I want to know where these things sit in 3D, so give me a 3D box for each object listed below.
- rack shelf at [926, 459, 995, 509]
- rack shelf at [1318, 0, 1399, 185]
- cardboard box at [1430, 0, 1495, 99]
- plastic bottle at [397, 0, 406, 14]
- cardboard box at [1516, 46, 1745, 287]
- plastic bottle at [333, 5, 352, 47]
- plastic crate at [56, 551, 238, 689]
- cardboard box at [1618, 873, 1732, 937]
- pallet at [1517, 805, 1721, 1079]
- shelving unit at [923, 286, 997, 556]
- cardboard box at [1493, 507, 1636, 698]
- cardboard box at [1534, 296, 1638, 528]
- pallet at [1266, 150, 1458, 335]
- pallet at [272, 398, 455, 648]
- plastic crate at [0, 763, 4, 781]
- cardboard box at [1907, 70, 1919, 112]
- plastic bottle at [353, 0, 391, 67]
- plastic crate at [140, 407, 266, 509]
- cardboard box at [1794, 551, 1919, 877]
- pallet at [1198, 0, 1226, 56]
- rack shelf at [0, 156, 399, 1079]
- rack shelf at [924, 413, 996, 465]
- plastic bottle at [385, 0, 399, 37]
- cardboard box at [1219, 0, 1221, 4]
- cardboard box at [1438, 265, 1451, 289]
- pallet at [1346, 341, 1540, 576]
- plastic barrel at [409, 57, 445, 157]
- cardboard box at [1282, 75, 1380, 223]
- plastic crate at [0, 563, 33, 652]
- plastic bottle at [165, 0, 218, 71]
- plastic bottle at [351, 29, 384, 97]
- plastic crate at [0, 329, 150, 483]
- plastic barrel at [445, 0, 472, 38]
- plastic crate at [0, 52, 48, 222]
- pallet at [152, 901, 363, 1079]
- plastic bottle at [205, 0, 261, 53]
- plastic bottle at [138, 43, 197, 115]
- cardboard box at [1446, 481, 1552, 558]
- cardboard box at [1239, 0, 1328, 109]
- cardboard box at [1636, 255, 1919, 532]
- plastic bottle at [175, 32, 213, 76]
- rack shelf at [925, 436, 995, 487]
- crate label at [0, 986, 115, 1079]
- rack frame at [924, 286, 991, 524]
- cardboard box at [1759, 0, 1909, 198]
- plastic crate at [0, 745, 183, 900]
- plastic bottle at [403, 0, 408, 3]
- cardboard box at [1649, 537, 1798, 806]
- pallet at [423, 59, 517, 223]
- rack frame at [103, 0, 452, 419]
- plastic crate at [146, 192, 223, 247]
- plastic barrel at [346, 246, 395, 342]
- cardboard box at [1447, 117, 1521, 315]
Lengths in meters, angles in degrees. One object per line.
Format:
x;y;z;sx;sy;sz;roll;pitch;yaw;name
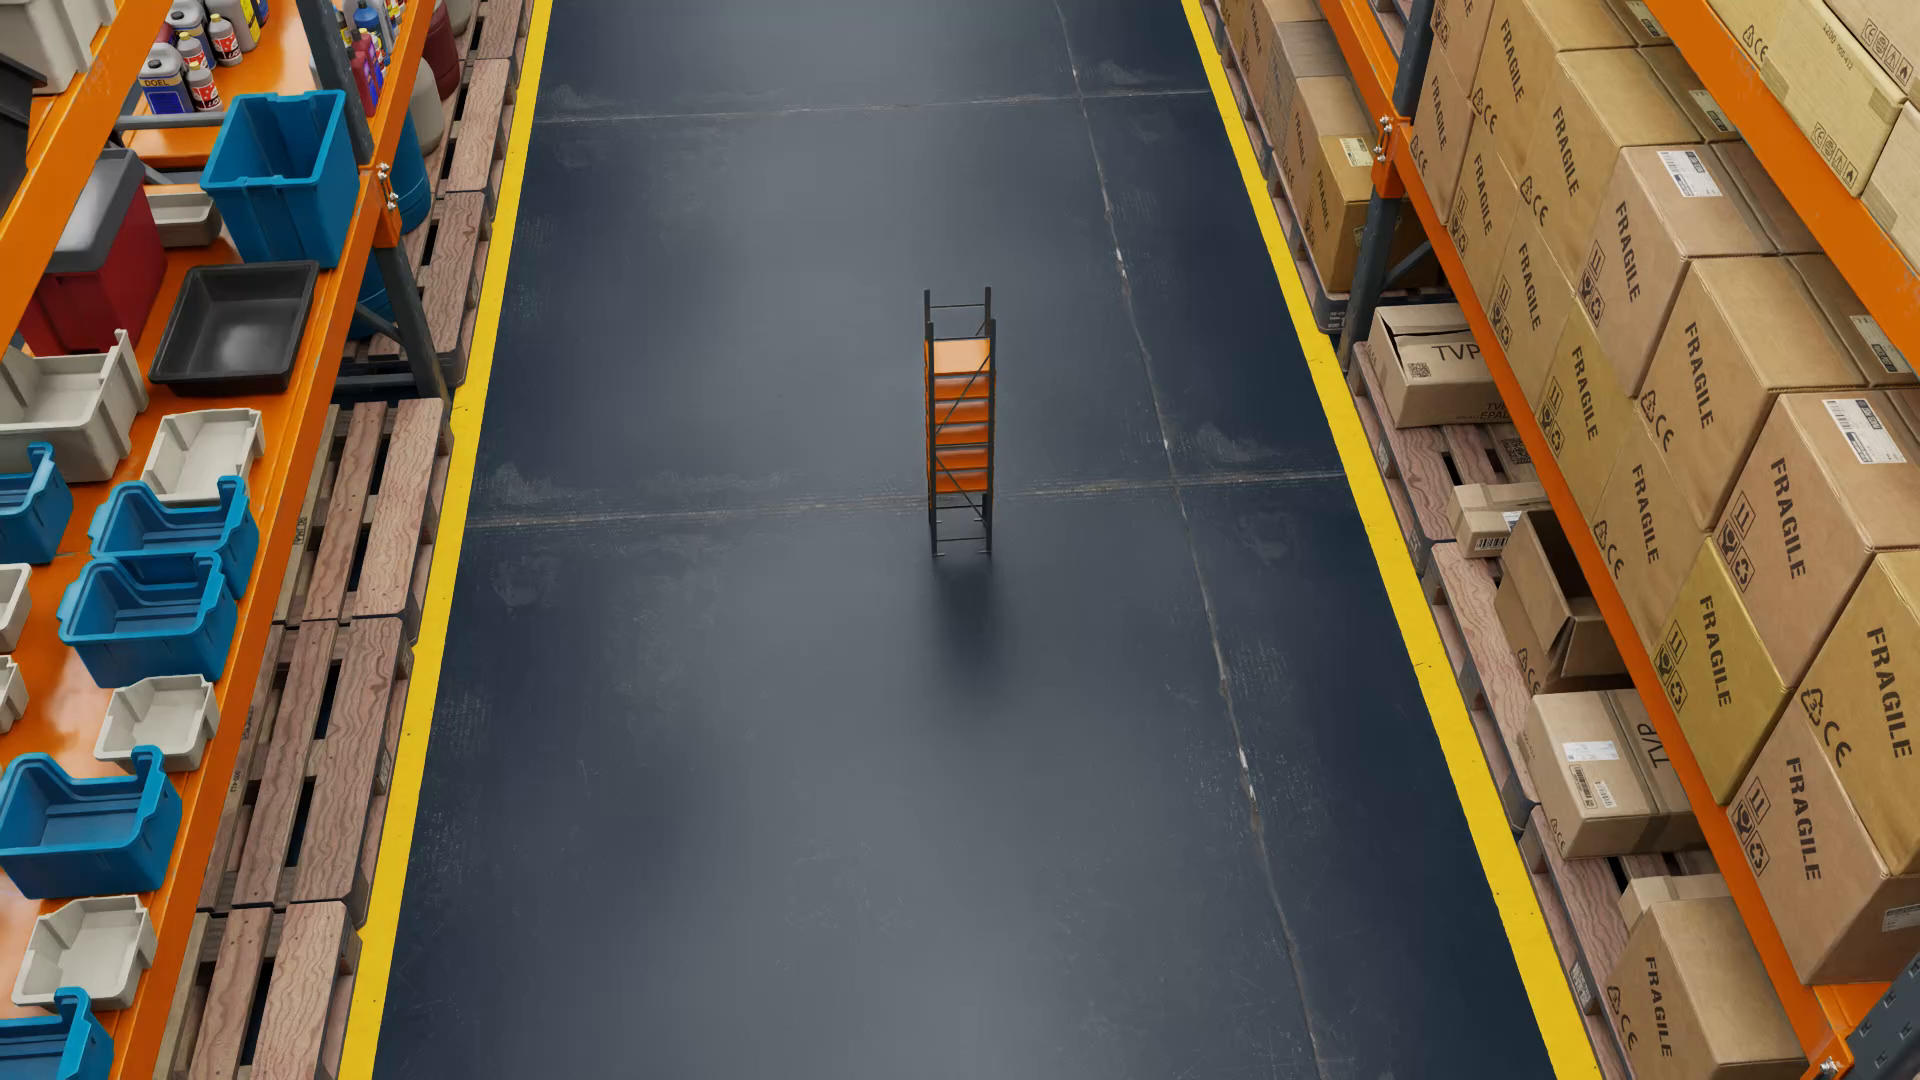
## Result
-0.001;-0.227;6.531;0.258;0.103;0.180;-3;47;-3;rack shelf
2.041;-3.050;8.068;1.077;0.370;4.000;-3;47;-3;rack shelf
1.968;-1.870;5.698;0.500;0.500;0.500;-2;47;-2;cardboard box
-2.416;-2.333;7.030;0.097;0.201;0.097;0;47;0;plastic bottle
2.054;-1.125;4.992;0.500;0.500;0.500;-5;47;-4;cardboard box
-2.540;-2.085;6.796;0.097;0.201;0.097;0;47;0;plastic bottle
-2.195;0.228;4.542;0.416;0.233;0.300;-3;47;-3;plastic crate
2.308;1.190;5.205;0.380;0.166;0.250;-3;47;-3;cardboard box
2.470;1.371;5.306;1.003;0.211;1.213;-3;47;-3;pallet
-0.001;-0.423;6.324;0.258;1.200;0.189;-3;47;-3;shelving unit
2.371;0.216;5.896;0.797;0.503;0.637;-3;47;-3;cardboard box
2.110;-0.399;4.993;0.500;0.500;0.500;-4;47;-4;cardboard box
2.103;-1.477;8.004;1.003;0.211;1.213;-3;47;-3;pallet
-2.627;-0.063;6.665;1.003;0.211;1.213;-3;47;-3;pallet
-2.651;0.623;4.235;0.396;0.136;0.243;-3;47;-3;plastic crate
2.204;-0.826;3.159;0.500;0.250;0.500;-3;47;-3;cardboard box
-2.380;-2.048;6.712;0.097;0.271;0.097;0;47;0;plastic bottle
-2.282;-0.240;5.052;0.293;0.136;0.466;-3;47;-3;plastic crate
2.232;0.360;3.585;0.500;0.500;0.500;-4;47;-4;cardboard box
1.899;-3.243;9.676;1.003;0.211;1.213;-3;47;-3;pallet
-2.560;0.143;5.044;1.077;0.370;4.000;-3;47;-3;rack shelf
-0.001;-0.393;6.357;0.258;0.103;0.180;-3;47;-3;rack shelf
-2.400;-2.216;6.871;0.097;0.271;0.097;0;47;0;plastic bottle
1.677;-3.311;9.238;0.500;0.500;0.500;-5;47;-5;cardboard box
2.411;-1.507;7.530;0.500;0.500;0.500;-5;47;-5;cardboard box
2.265;-0.394;6.978;1.003;0.211;1.213;-3;47;-3;pallet
-2.774;-2.162;8.156;0.421;0.512;0.421;0;47;0;plastic barrel
1.849;-1.840;7.845;0.500;0.500;0.500;-3;47;-3;cardboard box
-2.742;0.210;4.626;0.298;0.136;0.250;-3;47;-3;plastic crate
-3.113;-2.039;6.701;0.152;0.276;0.135;-3;47;-3;plastic bottle
-2.344;-1.899;6.563;0.061;0.283;0.133;-3;47;-3;plastic bottle
-2.783;-0.416;5.118;0.437;0.282;0.530;-3;47;-3;plastic crate
-2.868;-2.979;8.929;0.421;0.512;0.421;0;47;0;plastic barrel
-2.247;-0.790;3.409;0.504;0.338;0.767;-3;47;-3;plastic crate
-2.423;1.702;4.993;1.003;0.211;1.213;-3;47;-3;pallet
-2.987;-2.189;6.791;0.144;0.351;0.185;-3;47;-3;plastic bottle
-3.083;-1.775;6.450;0.152;0.276;0.135;-3;47;-3;plastic bottle
2.111;-0.085;6.413;0.380;0.166;0.250;-3;47;-3;cardboard box
1.763;-2.570;8.537;0.500;0.500;0.500;-5;47;-5;cardboard box
2.141;-0.380;4.286;0.500;0.500;0.500;-2;47;-2;cardboard box
-3.070;-1.931;6.650;0.097;0.201;0.097;0;47;0;plastic bottle
-0.001;-0.310;6.444;0.258;0.103;0.180;-3;47;-3;rack shelf
-2.085;1.181;3.640;0.416;0.233;0.303;-3;47;-3;crate label
-0.009;-0.489;6.387;0.240;1.200;0.006;-3;47;-3;rack frame
2.152;-1.015;3.683;0.500;0.250;0.500;-3;47;-3;cardboard box
-2.140;0.704;4.091;0.416;0.233;0.300;-3;47;-3;plastic crate
-2.407;-2.445;7.080;0.061;0.283;0.133;-3;47;-3;plastic bottle
2.188;0.327;4.306;0.500;0.500;0.500;-3;47;-3;cardboard box
-2.856;-2.038;8.535;1.003;0.211;1.213;-3;47;-3;pallet
-2.727;-1.552;6.154;1.000;3.000;0.127;-3;47;-3;rack frame
-2.831;-1.136;5.901;0.396;0.136;0.243;-3;47;-3;plastic crate
-2.756;-1.369;7.137;0.600;0.901;0.708;-3;47;-3;plastic barrel
2.026;-1.129;5.684;0.500;0.500;0.500;-3;47;-3;cardboard box
